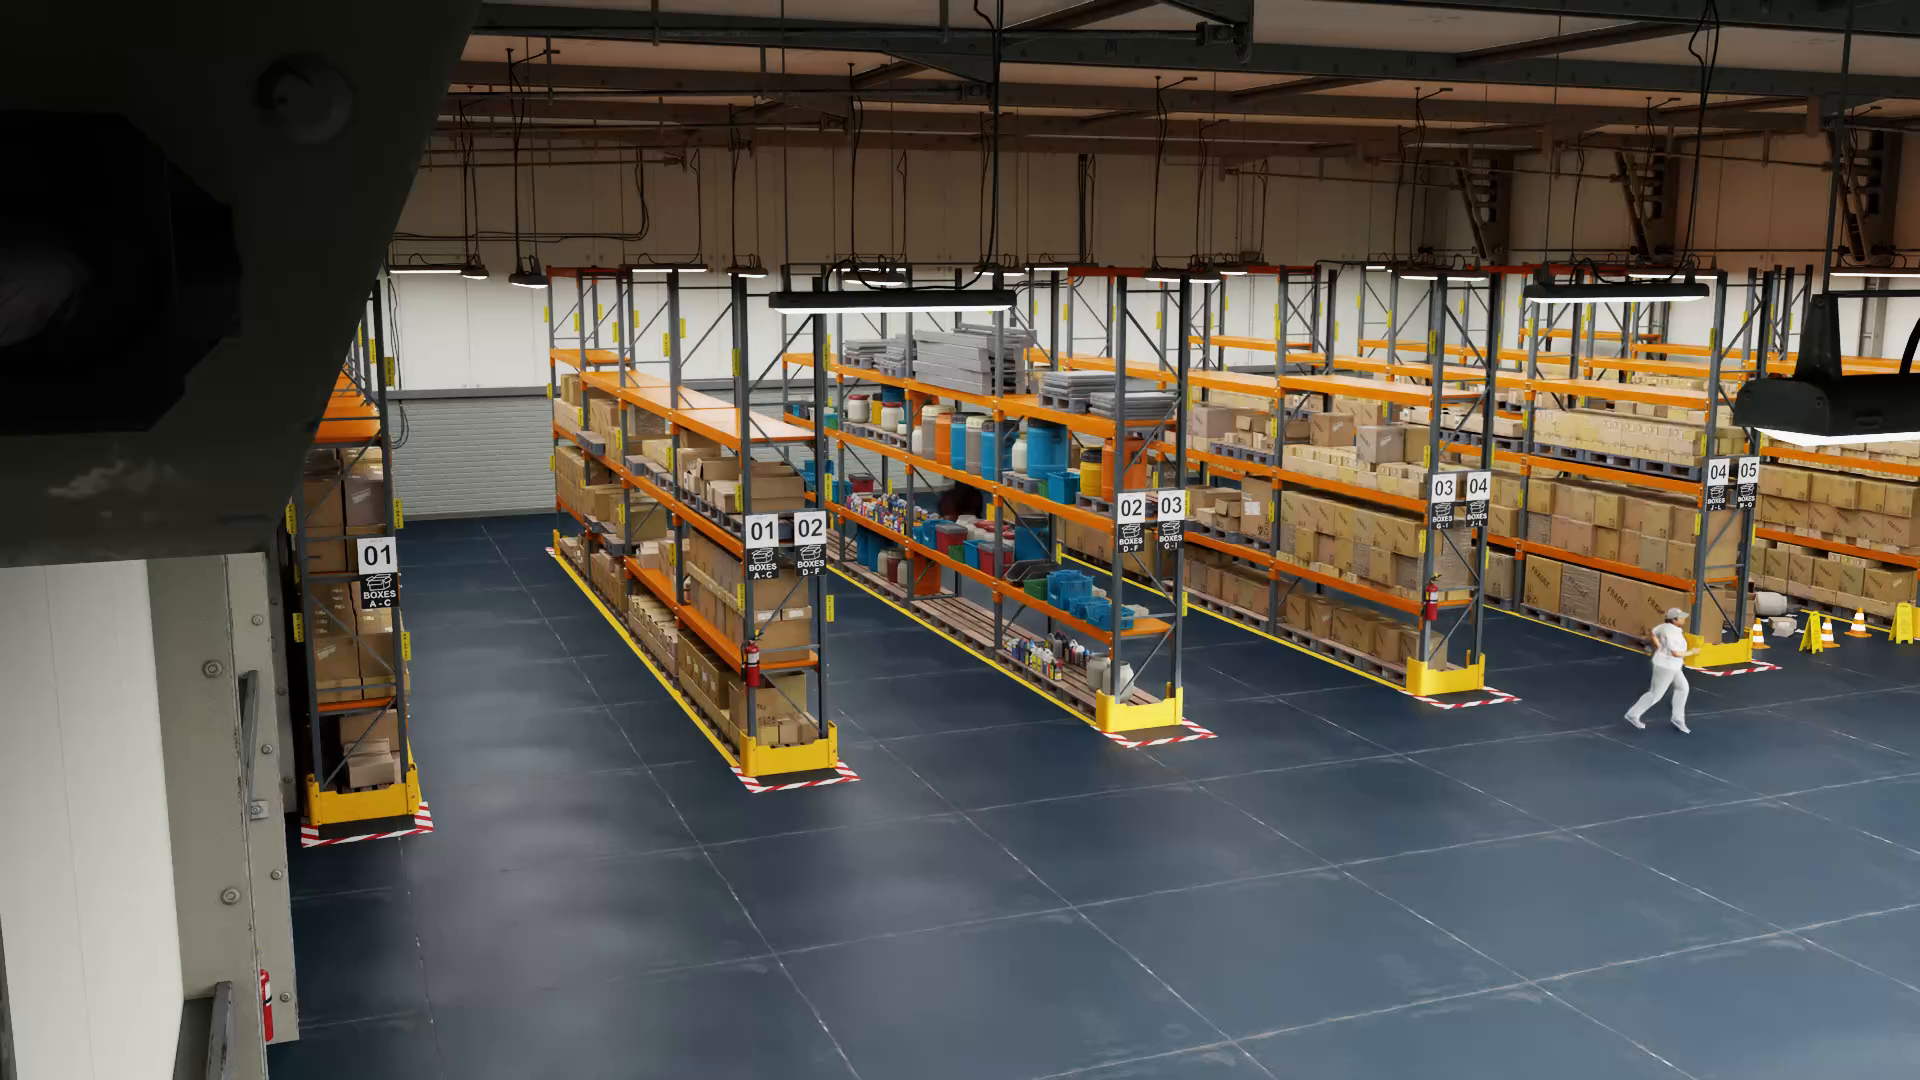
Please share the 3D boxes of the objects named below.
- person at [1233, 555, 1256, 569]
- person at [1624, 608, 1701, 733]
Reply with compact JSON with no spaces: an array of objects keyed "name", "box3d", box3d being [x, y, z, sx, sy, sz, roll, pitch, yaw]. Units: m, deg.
[{"name":"person","box3d":[5.603,-0.052,32.382,0.539,1.588,0.825,-5,11,-26]},{"name":"person","box3d":[9.313,1.726,22.018,0.864,1.716,0.611,3,10,19]}]
